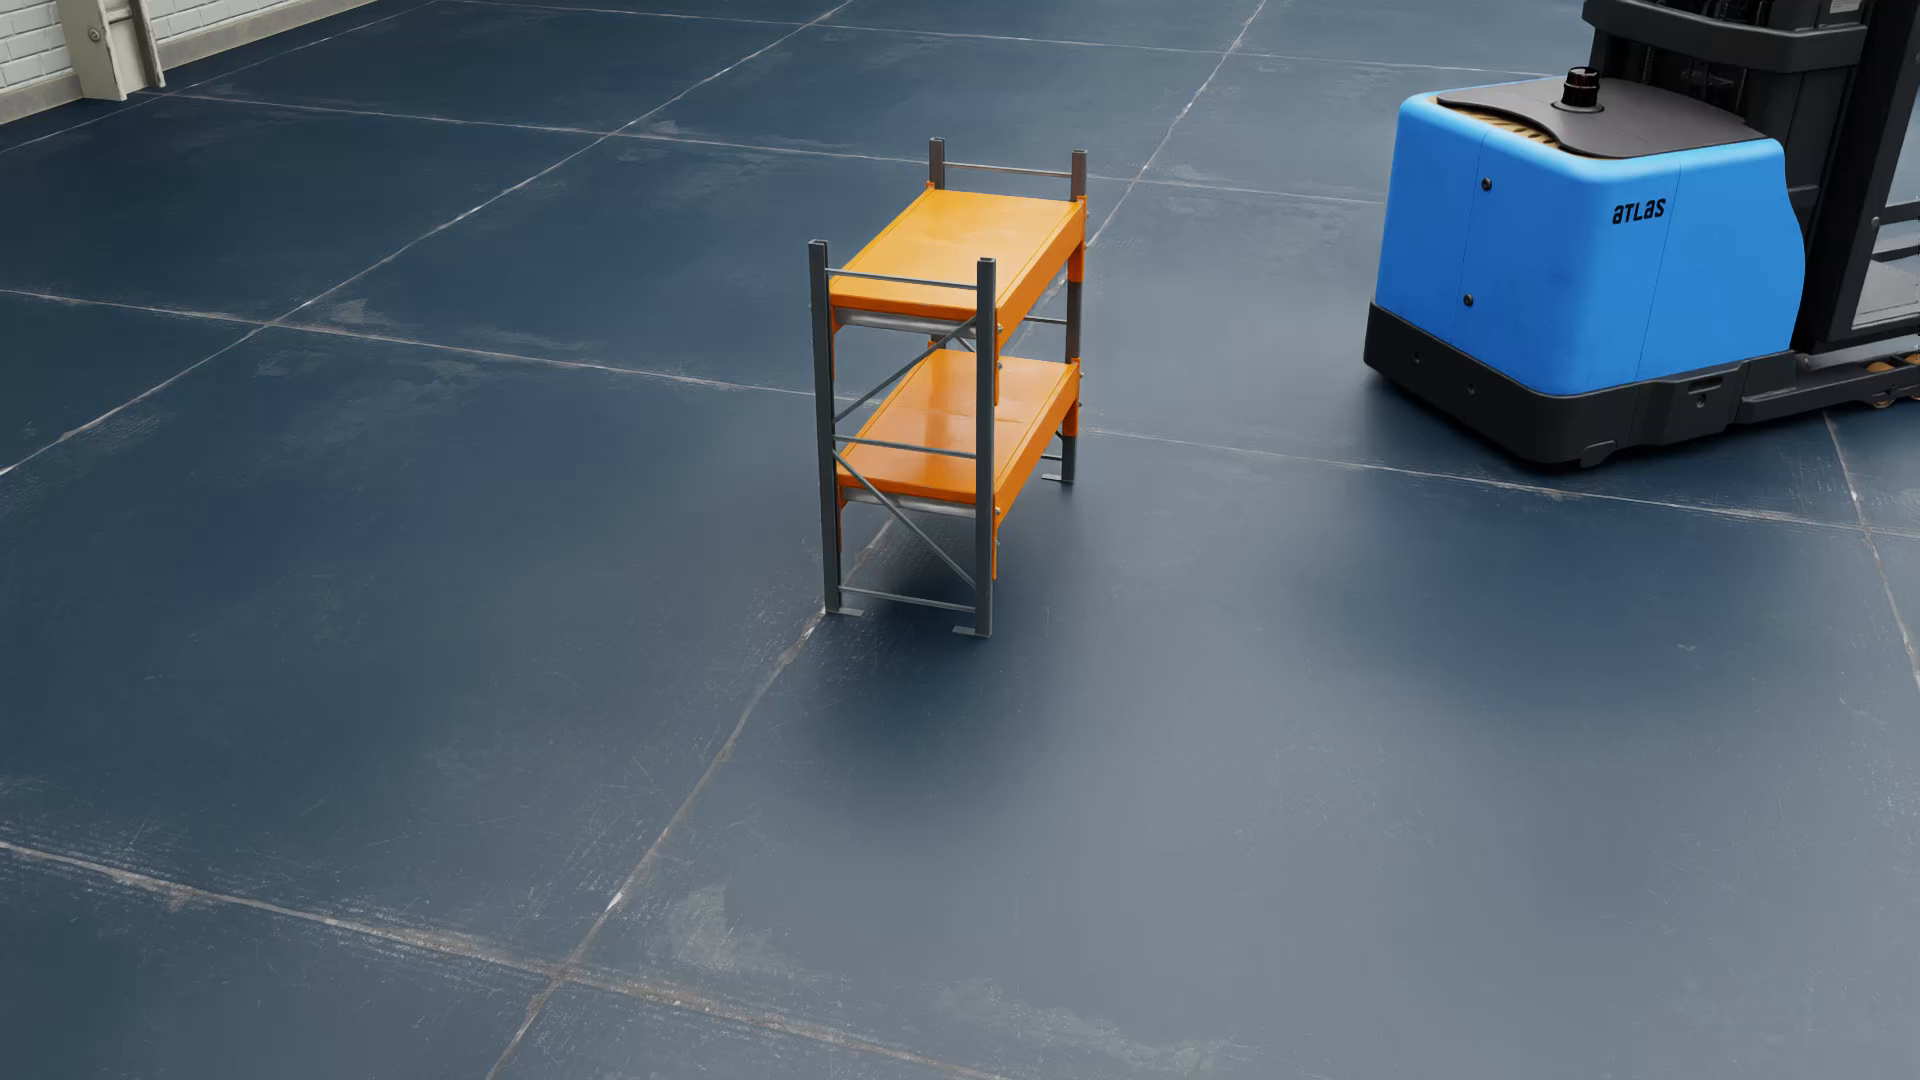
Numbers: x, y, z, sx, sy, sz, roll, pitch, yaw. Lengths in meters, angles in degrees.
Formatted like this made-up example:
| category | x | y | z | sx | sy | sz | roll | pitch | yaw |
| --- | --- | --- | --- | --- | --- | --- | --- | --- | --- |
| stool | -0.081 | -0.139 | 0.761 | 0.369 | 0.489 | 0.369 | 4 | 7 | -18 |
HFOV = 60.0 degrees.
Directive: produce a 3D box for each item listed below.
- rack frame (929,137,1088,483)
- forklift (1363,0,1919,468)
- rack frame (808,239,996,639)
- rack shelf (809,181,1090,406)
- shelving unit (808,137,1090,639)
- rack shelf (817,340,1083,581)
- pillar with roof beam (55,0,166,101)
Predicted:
| category | x | y | z | sx | sy | sz | roll | pitch | yaw |
| --- | --- | --- | --- | --- | --- | --- | --- | --- | --- |
| rack frame | 0.147 | -0.725 | 5.396 | 0.500 | 1.125 | 0.032 | 8 | 30 | 15 |
| forklift | 3.098 | -1.987 | 5.807 | 3.031 | 2.935 | 1.130 | -12 | 31 | -21 |
| rack frame | -0.151 | -0.252 | 4.546 | 0.500 | 1.125 | 0.032 | 8 | 30 | 15 |
| rack shelf | -0.002 | -0.744 | 4.829 | 0.538 | 0.278 | 1.000 | 8 | 30 | 15 |
| shelving unit | -0.002 | -0.488 | 4.971 | 0.538 | 1.125 | 1.048 | 8 | 30 | 15 |
| rack shelf | -0.002 | -0.275 | 5.090 | 0.538 | 0.278 | 1.000 | 8 | 30 | 15 |
| pillar with roof beam | -1.017 | -6.072 | 6.909 | 9.100 | 9.000 | 0.400 | 8 | 30 | 15 |
